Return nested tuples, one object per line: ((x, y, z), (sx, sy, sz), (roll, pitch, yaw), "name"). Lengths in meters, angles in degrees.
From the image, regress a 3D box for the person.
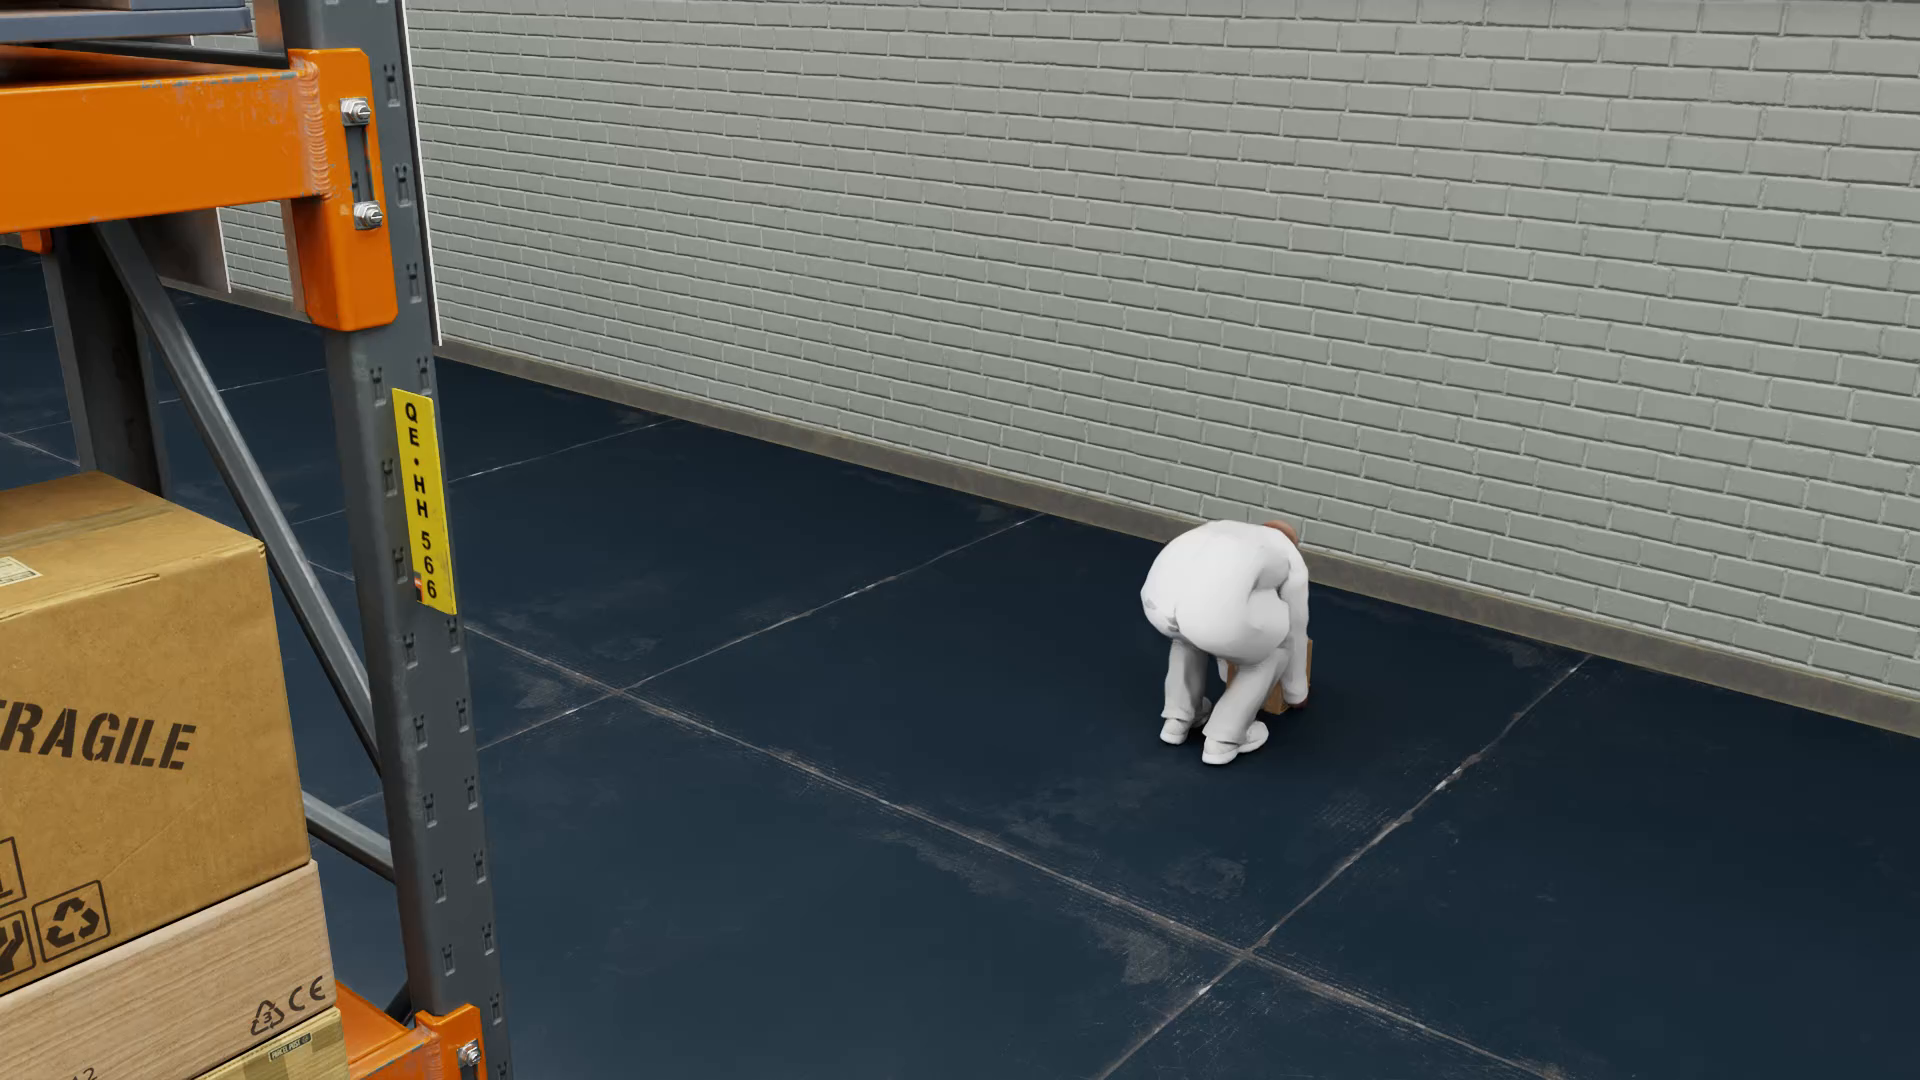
((1.062, 0.343, 6.493), (0.585, 0.898, 0.952), (14, 24, 35), "person")
